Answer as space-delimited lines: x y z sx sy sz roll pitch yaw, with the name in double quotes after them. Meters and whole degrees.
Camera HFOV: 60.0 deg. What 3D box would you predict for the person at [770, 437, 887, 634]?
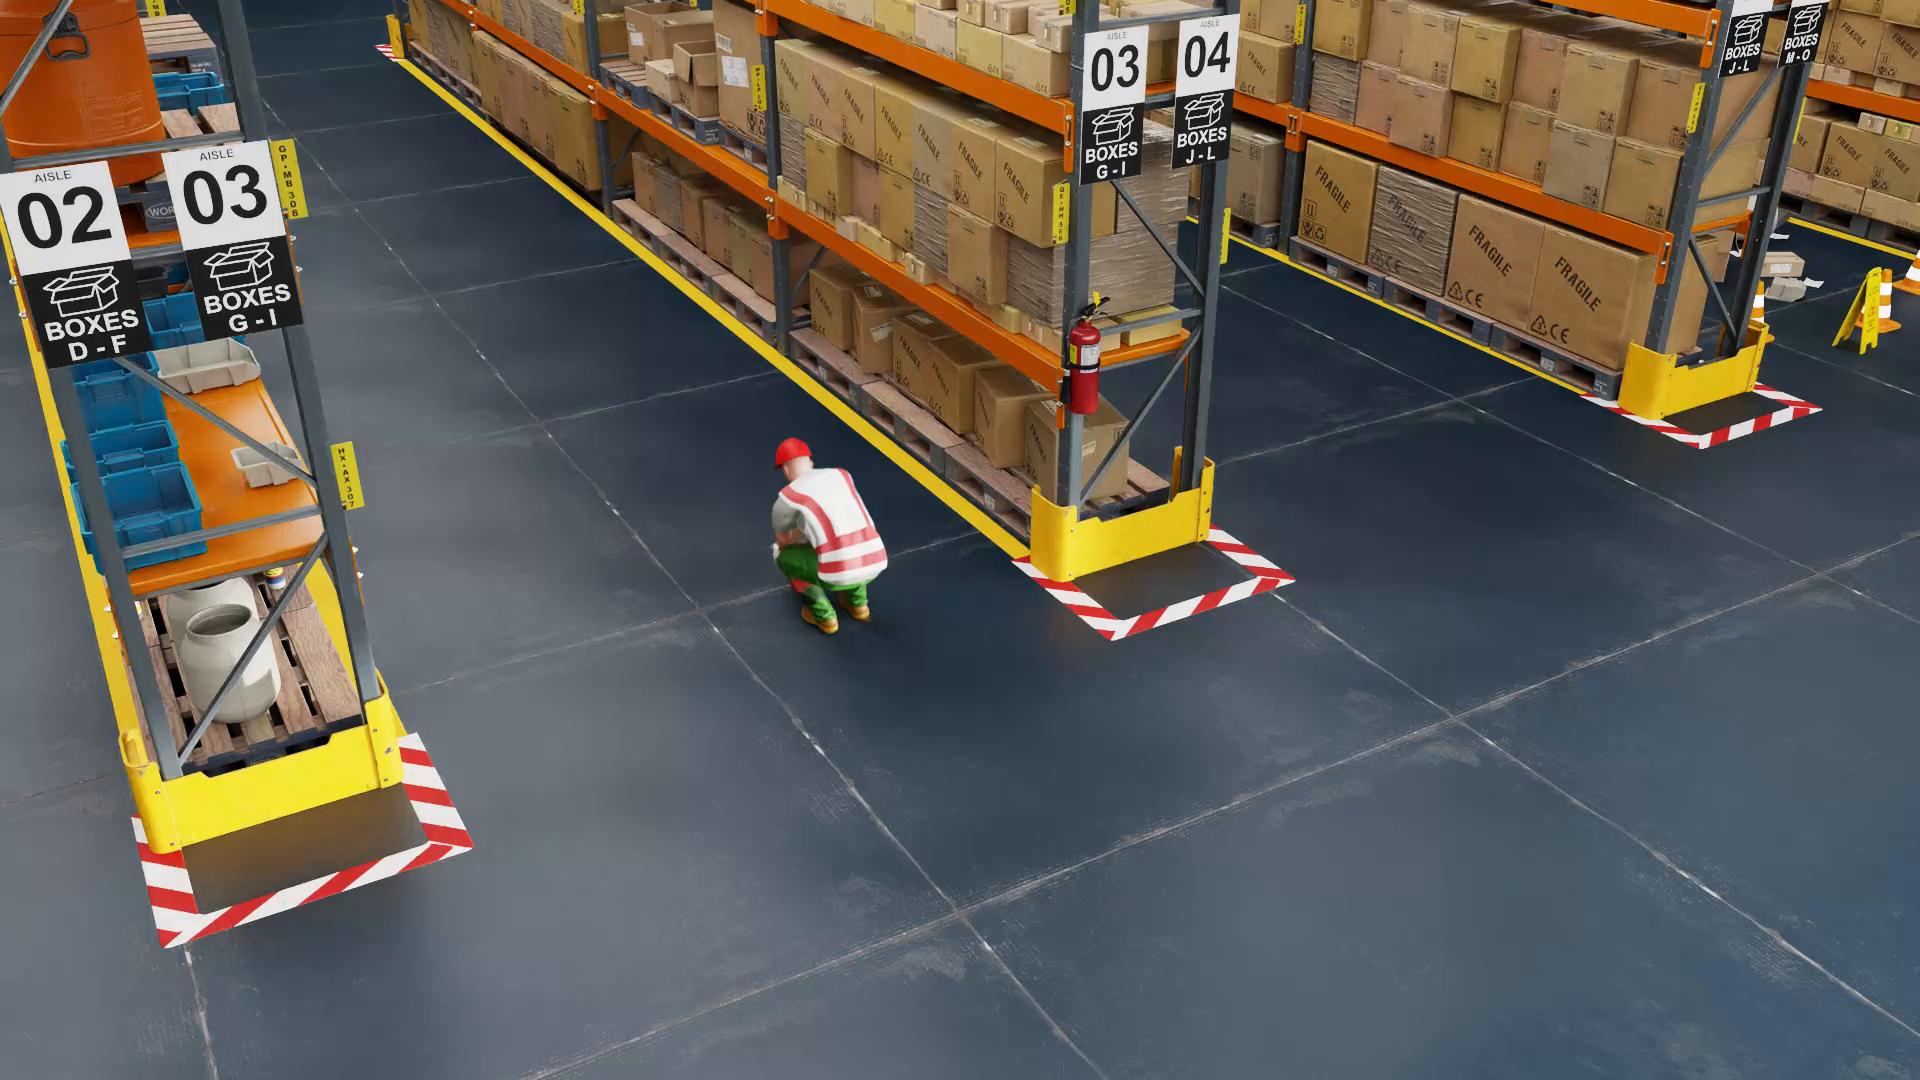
-0.777 -0.042 9.455 0.548 0.993 0.879 -16 33 -27 "person"
